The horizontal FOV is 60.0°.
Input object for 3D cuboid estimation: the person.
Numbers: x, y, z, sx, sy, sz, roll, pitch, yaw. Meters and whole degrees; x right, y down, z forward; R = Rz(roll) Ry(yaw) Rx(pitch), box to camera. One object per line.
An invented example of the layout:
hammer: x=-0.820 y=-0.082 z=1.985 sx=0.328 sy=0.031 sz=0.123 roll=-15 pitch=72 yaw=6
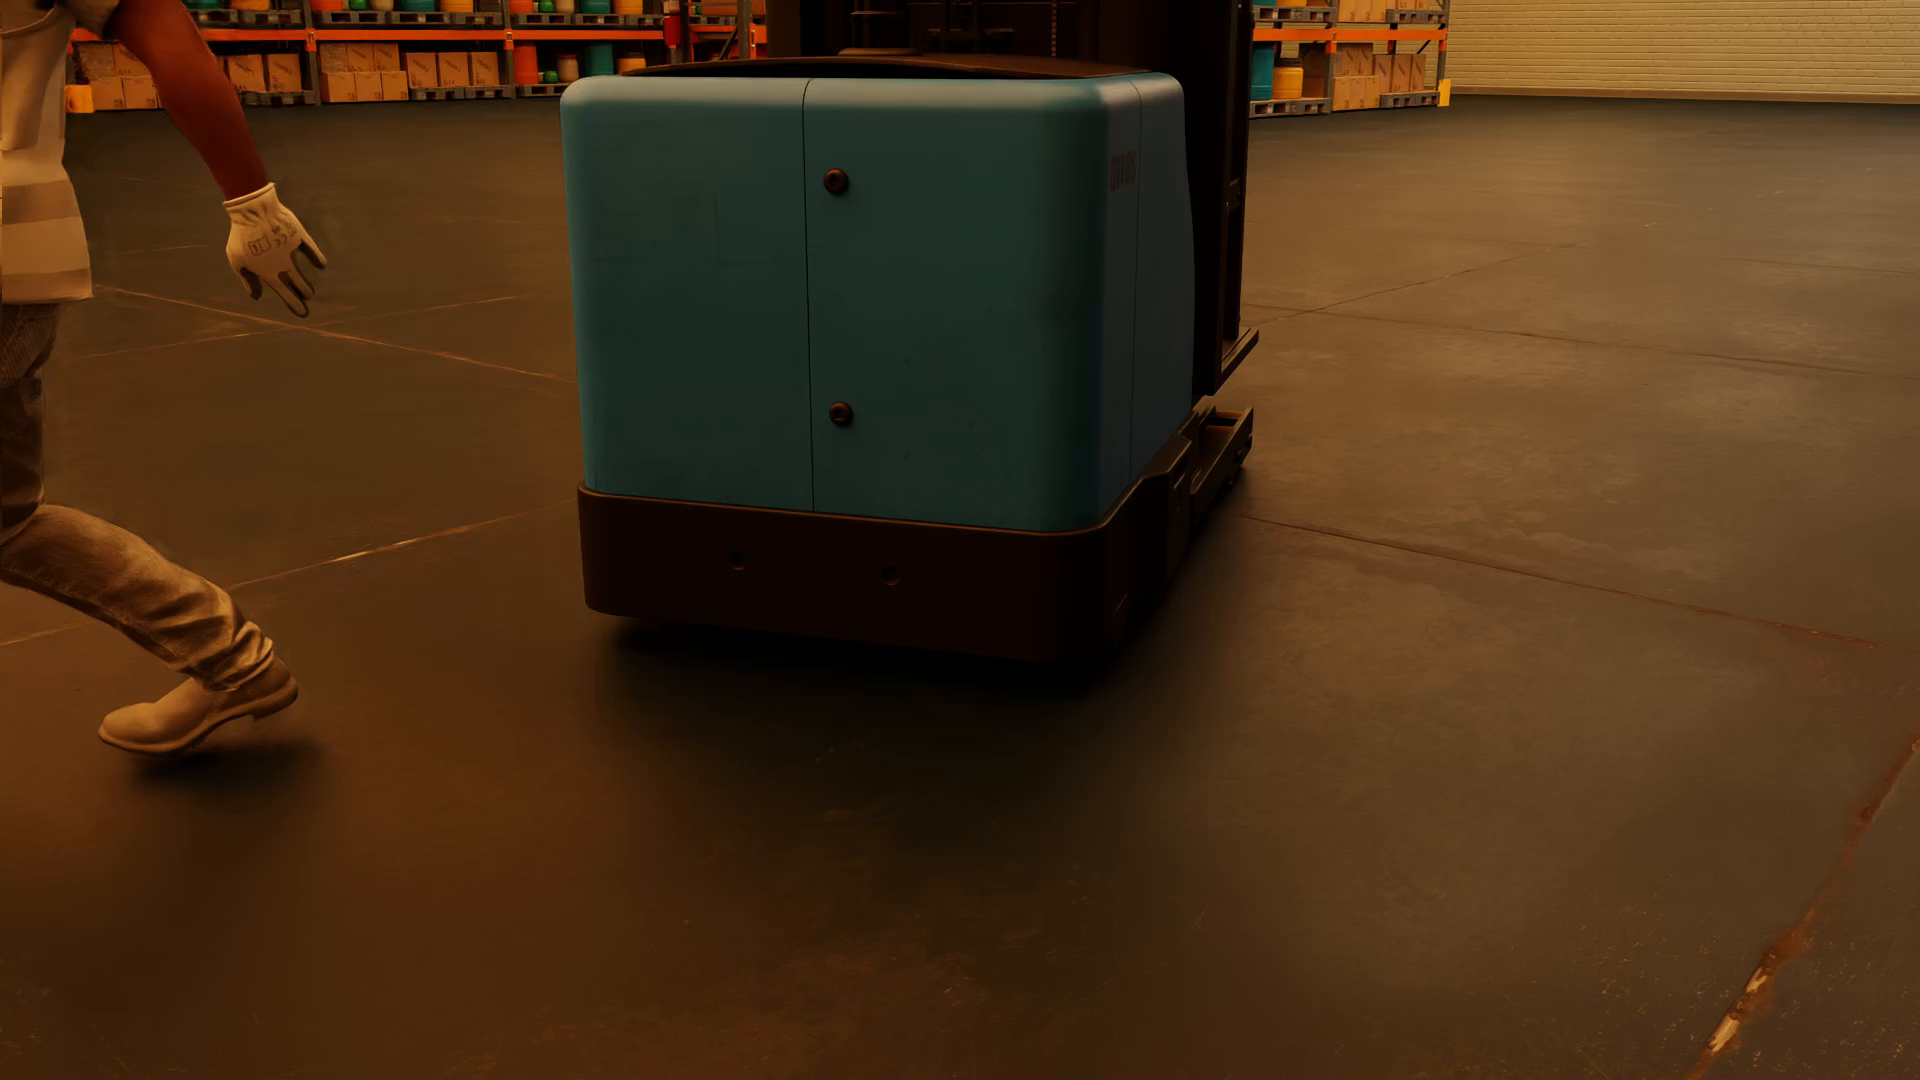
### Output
person: x=-1.450 y=-0.399 z=2.386 sx=0.962 sy=1.692 sz=0.576 roll=-10 pitch=20 yaw=-30

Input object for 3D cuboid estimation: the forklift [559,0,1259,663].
forklift: x=0.182 y=-1.571 z=4.072 sx=1.130 sy=2.935 sz=3.031 roll=5 pitch=18 yaw=17
